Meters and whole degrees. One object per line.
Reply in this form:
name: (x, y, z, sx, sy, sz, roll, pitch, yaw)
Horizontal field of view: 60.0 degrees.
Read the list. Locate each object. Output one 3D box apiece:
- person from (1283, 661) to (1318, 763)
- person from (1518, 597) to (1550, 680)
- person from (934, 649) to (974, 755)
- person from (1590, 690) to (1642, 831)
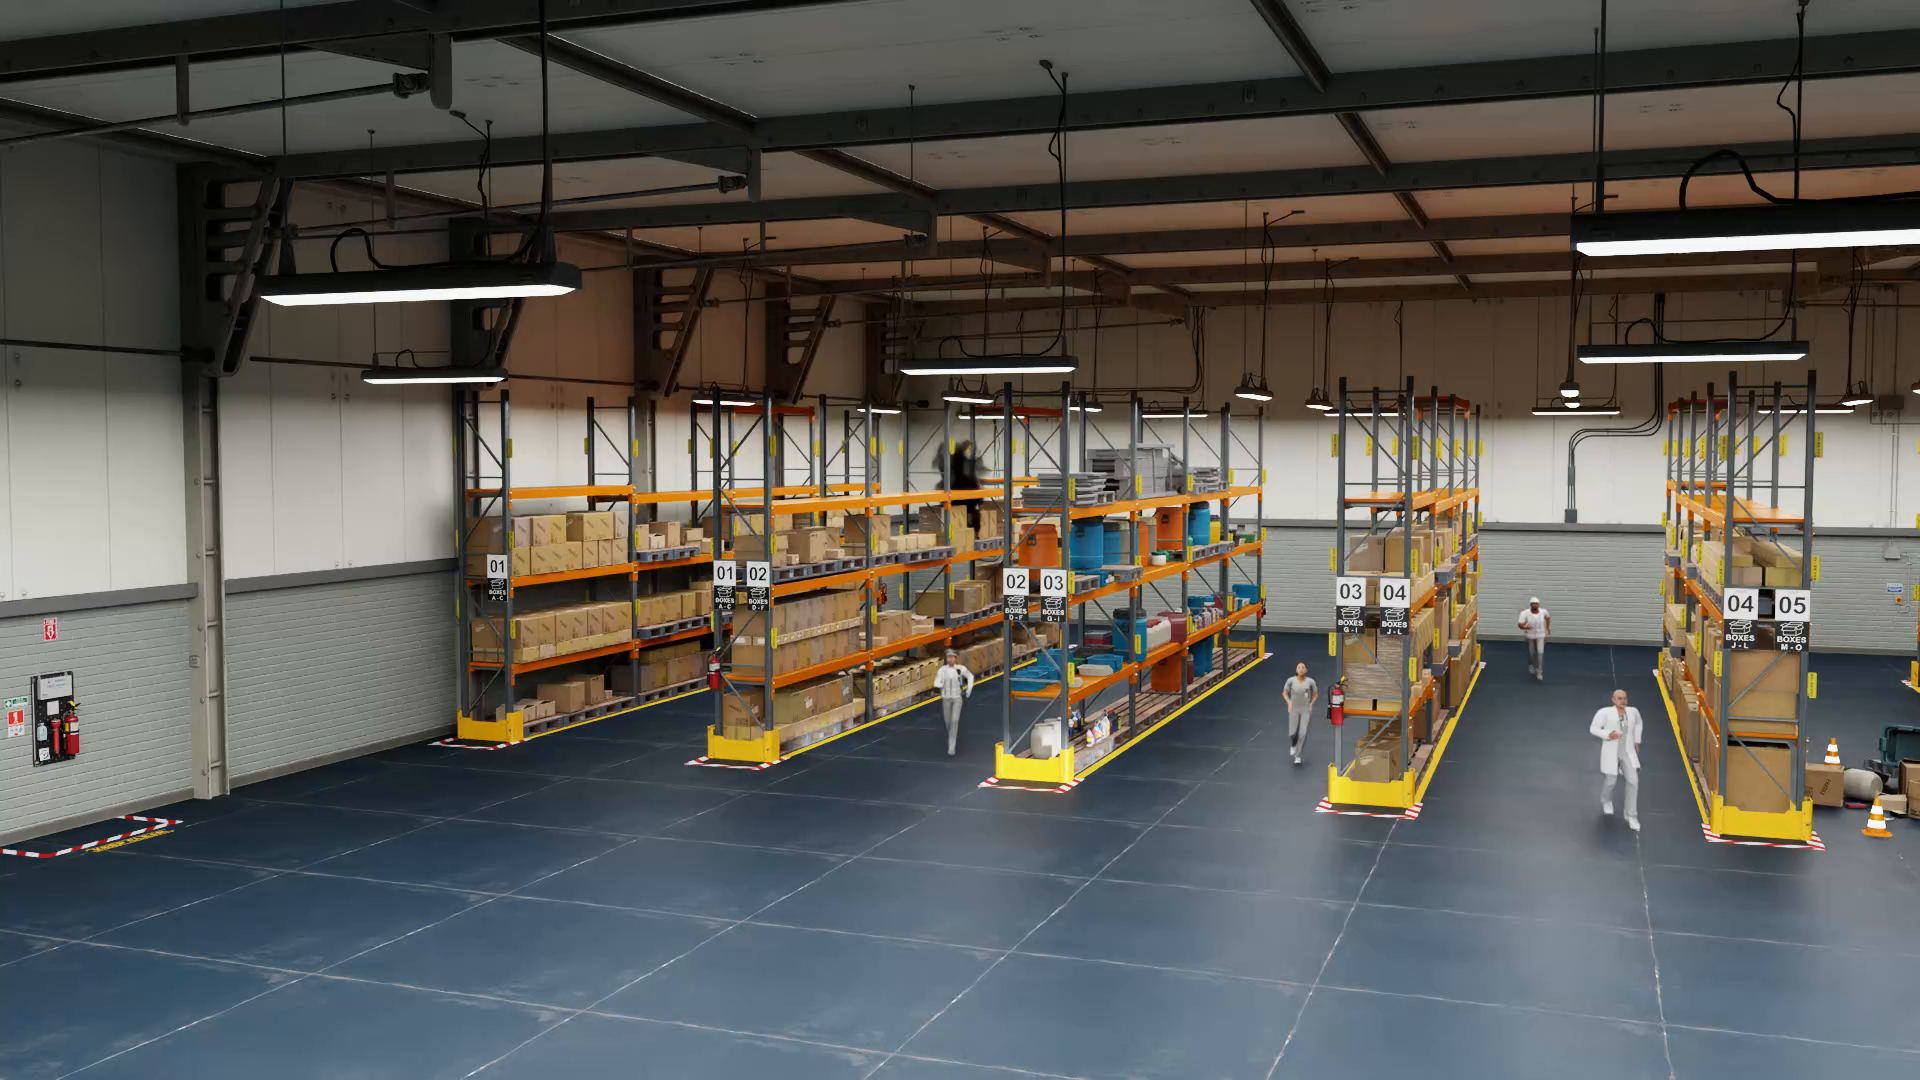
person: (5.416, 2.730, 26.452, 0.549, 1.623, 0.556, 1, 3, 9)
person: (12.508, 2.111, 36.220, 0.669, 1.759, 1.000, 1, 3, 16)
person: (-0.126, 2.627, 27.441, 0.623, 1.675, 0.992, 1, 3, 12)
person: (8.795, 2.893, 22.256, 0.738, 1.810, 0.995, 0, 3, 6)
